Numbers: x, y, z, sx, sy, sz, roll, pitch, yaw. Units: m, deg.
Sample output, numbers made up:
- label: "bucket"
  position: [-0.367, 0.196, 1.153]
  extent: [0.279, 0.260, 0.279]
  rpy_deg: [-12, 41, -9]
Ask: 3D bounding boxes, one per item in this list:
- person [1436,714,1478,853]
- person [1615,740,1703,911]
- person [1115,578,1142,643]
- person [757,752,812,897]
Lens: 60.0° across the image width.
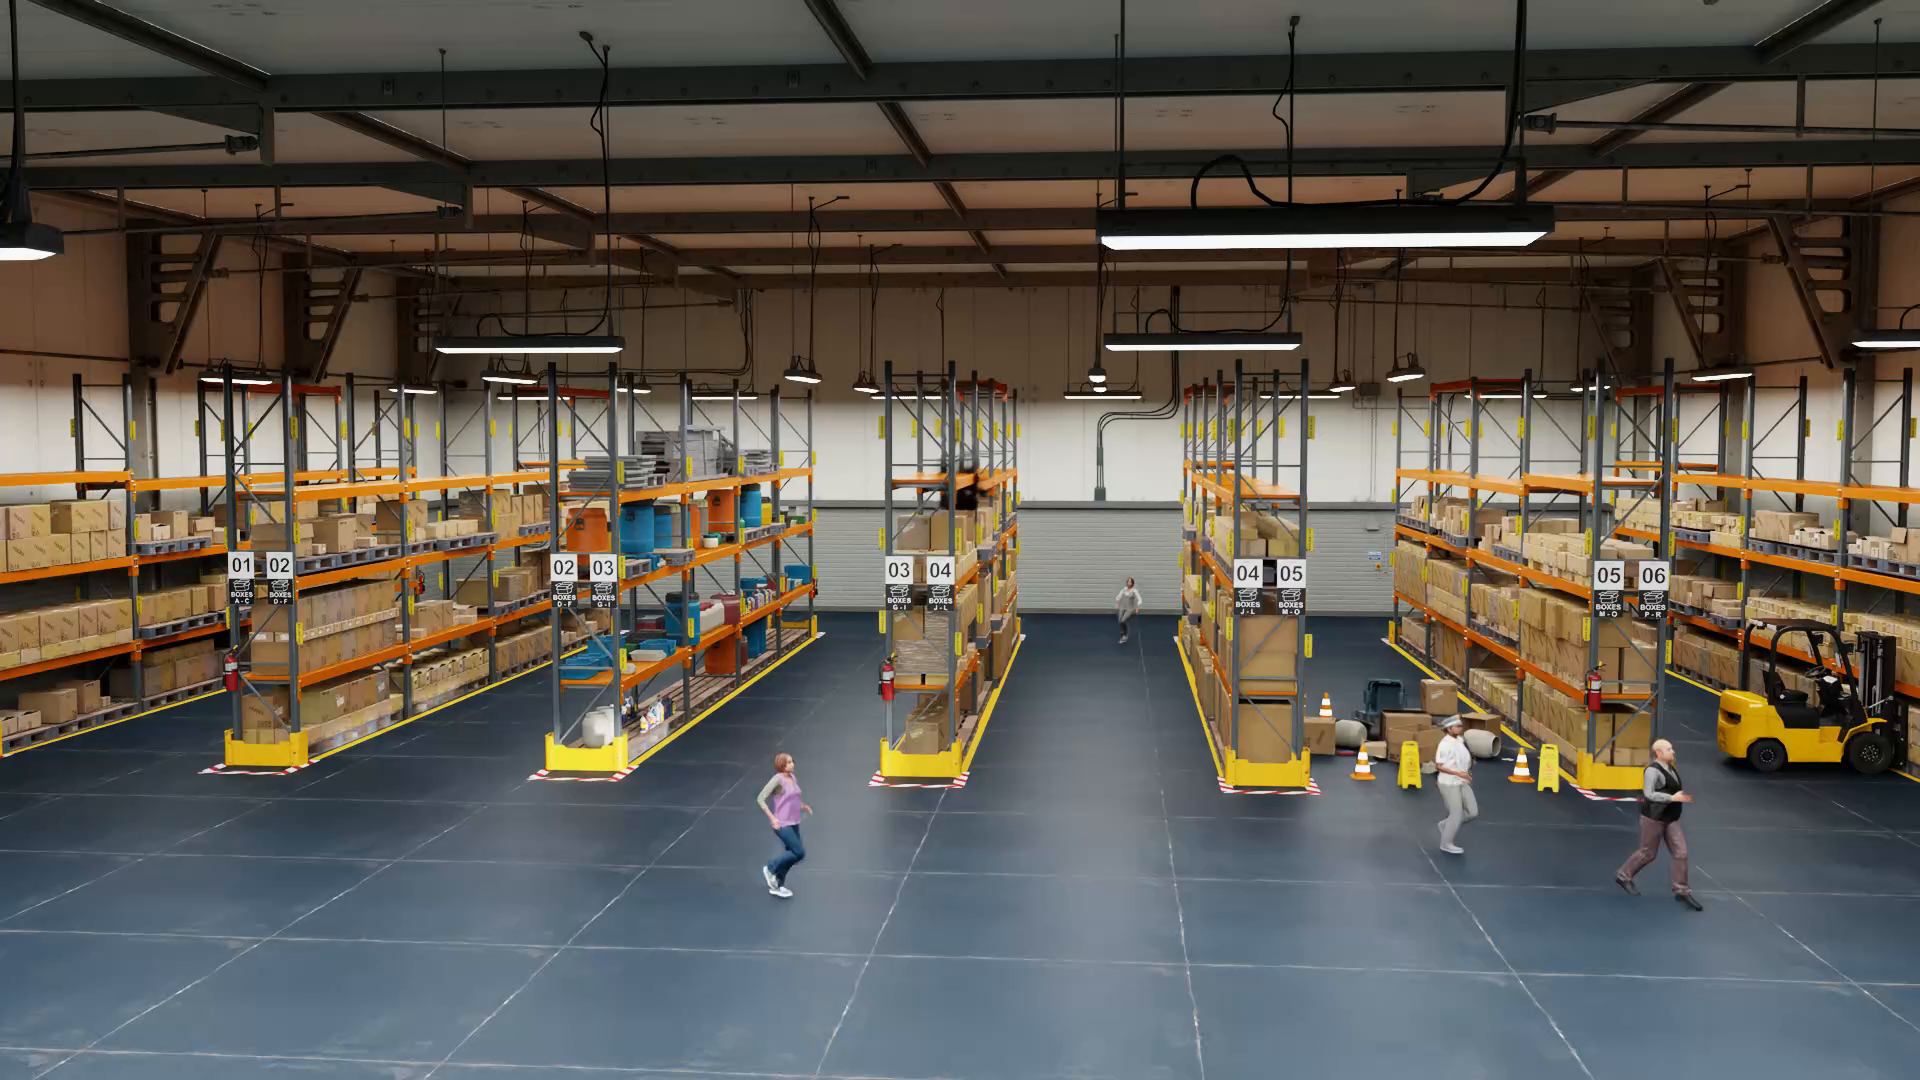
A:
- label: "person"
  position: [5.880, 2.878, 19.672]
  extent: [0.570, 1.654, 0.568]
  rpy_deg: [-3, 5, -41]
- label: "person"
  position: [7.361, 2.972, 17.531]
  extent: [0.650, 1.755, 0.882]
  rpy_deg: [-3, 5, -37]
- label: "person"
  position: [3.904, 1.666, 39.104]
  extent: [0.601, 1.544, 0.506]
  rpy_deg: [3, 5, 36]
- label: "person"
  position: [-1.830, 3.051, 17.786]
  extent: [0.529, 1.557, 0.525]
  rpy_deg: [2, 4, 24]
